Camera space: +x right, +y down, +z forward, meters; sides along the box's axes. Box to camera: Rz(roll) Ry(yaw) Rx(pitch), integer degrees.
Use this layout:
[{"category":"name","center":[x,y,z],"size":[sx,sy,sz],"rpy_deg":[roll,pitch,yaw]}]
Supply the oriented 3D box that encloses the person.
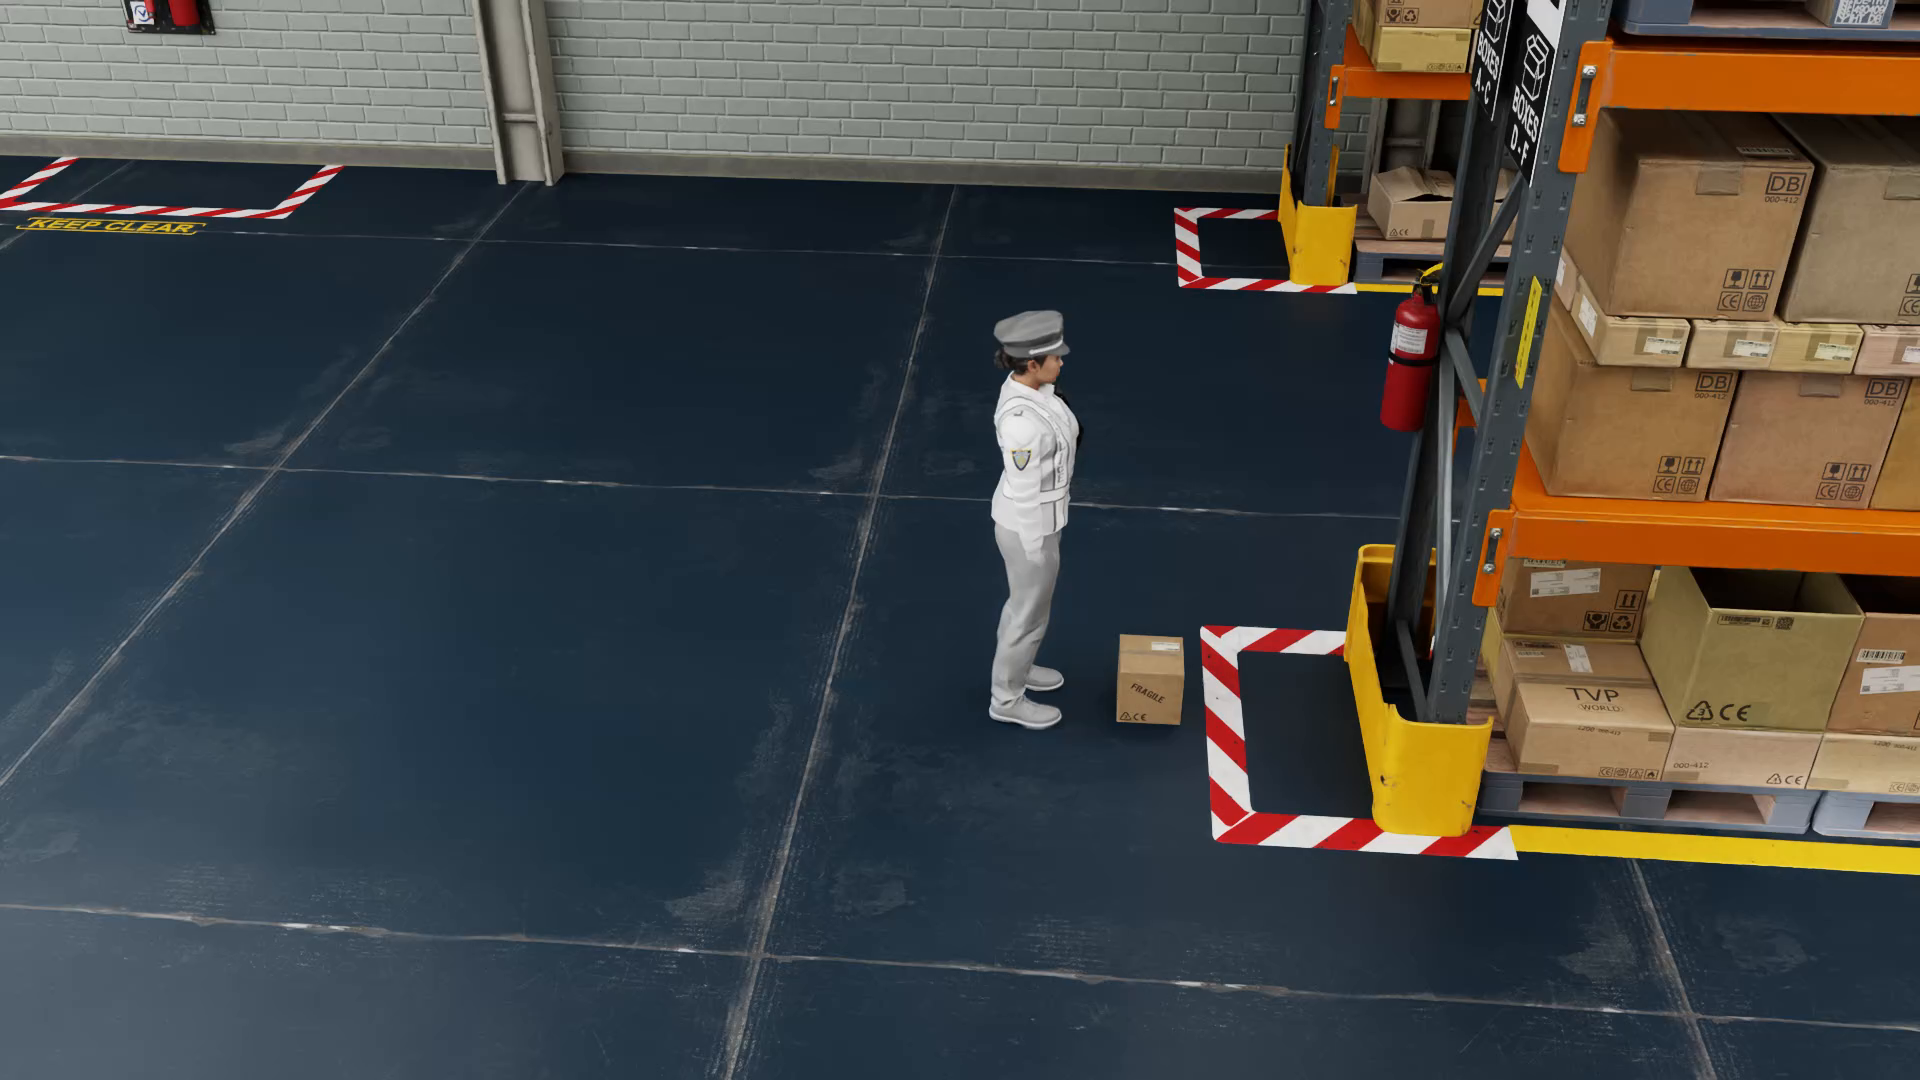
[{"category":"person","center":[0.283,-0.074,6.251],"size":[0.329,1.671,0.468],"rpy_deg":[3,32,5]}]
